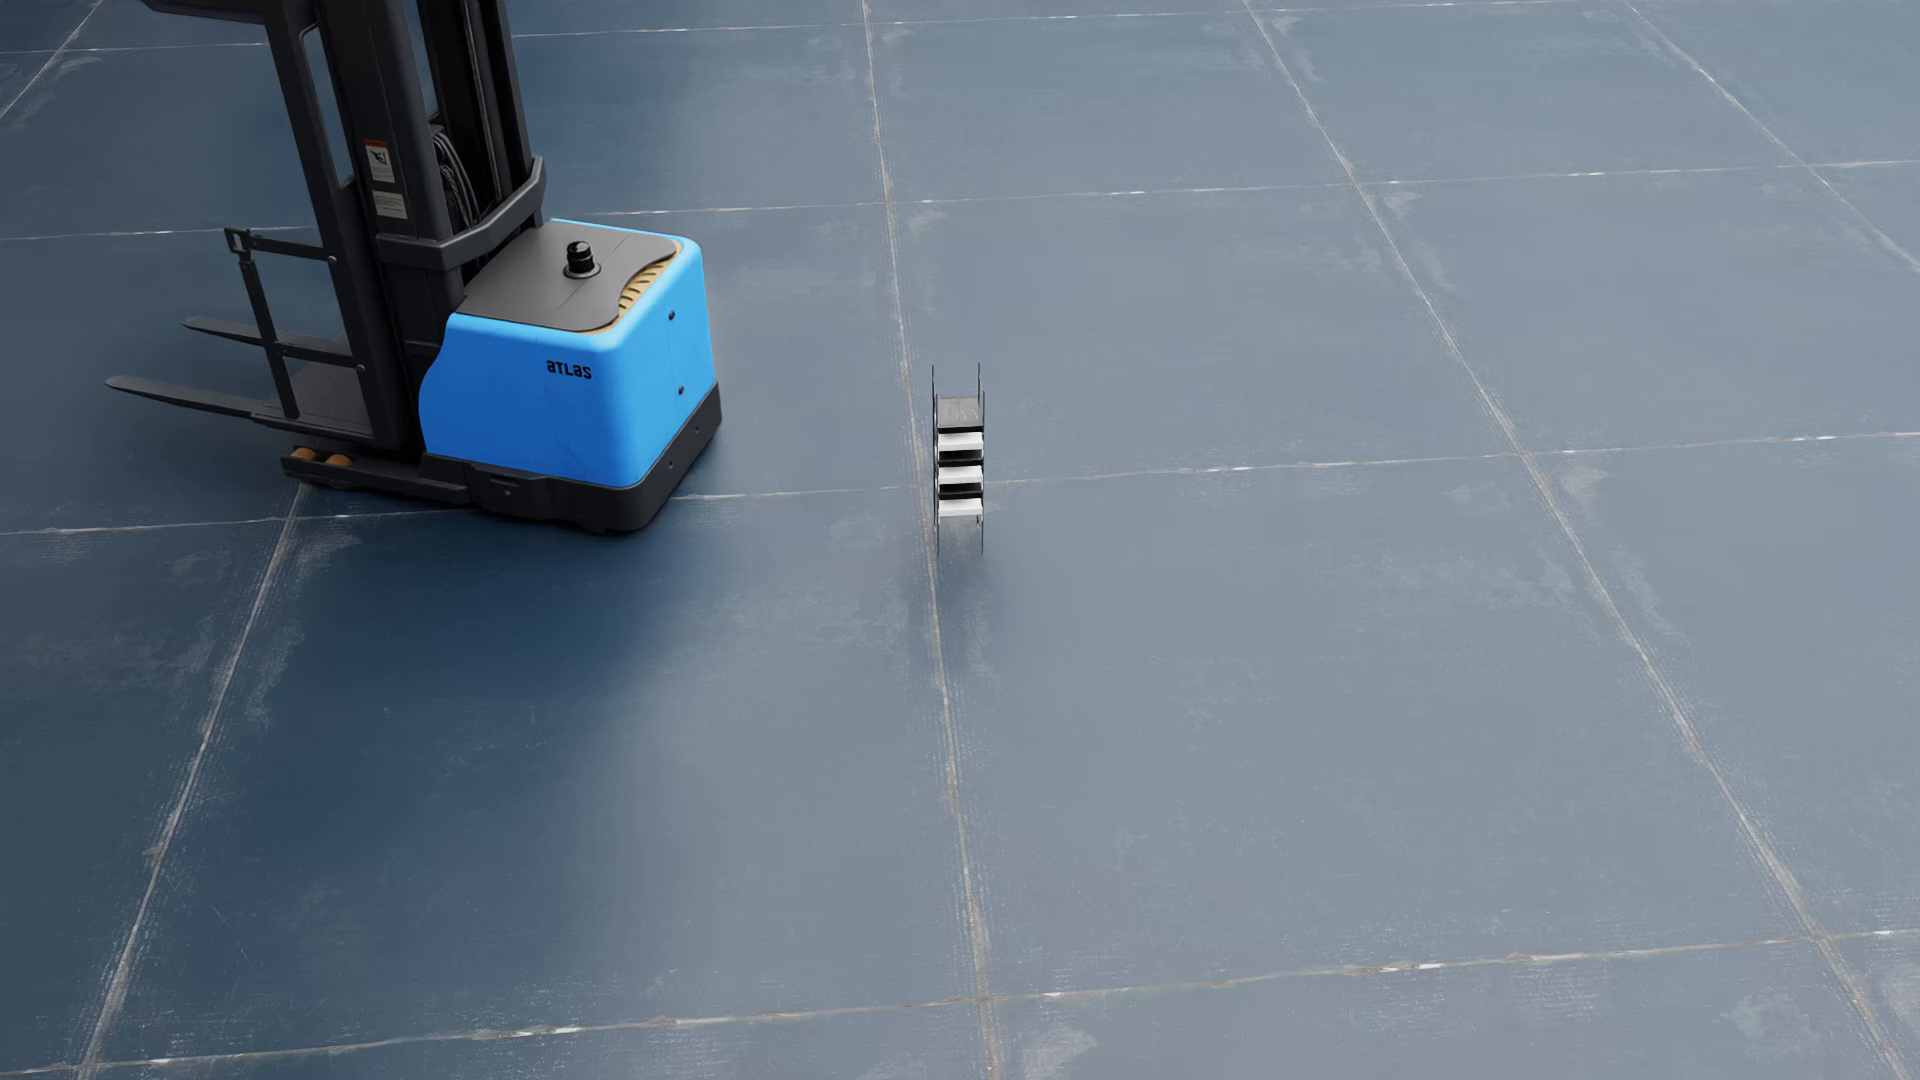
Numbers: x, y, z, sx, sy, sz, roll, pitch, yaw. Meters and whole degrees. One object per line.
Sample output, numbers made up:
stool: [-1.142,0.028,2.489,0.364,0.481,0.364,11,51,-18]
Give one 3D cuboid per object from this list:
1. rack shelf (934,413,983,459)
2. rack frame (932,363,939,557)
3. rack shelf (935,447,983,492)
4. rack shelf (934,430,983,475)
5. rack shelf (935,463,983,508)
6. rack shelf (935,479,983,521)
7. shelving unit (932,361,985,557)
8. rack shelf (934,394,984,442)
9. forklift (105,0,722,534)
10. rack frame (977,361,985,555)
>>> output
rack shelf: [-0.008,-0.468,7.380,0.200,0.077,0.258,-3,38,-4]
rack frame: [-0.109,-0.347,7.464,0.006,0.900,0.240,-3,38,-4]
rack shelf: [-0.008,-0.327,7.491,0.200,0.077,0.258,-3,38,-4]
rack shelf: [-0.008,-0.397,7.436,0.200,0.077,0.258,-3,38,-4]
rack shelf: [-0.008,-0.256,7.547,0.200,0.077,0.258,-3,38,-4]
rack shelf: [-0.008,-0.185,7.603,0.200,0.077,0.258,-3,38,-4]
shelving unit: [-0.008,-0.353,7.471,0.210,0.900,0.258,-3,38,-4]
rack shelf: [-0.008,-0.539,7.324,0.200,0.077,0.258,-3,38,-4]
forklift: [-2.777,-1.698,7.536,3.031,2.935,1.130,10,39,13]
rack frame: [0.093,-0.358,7.478,0.006,0.900,0.240,-3,38,-4]
